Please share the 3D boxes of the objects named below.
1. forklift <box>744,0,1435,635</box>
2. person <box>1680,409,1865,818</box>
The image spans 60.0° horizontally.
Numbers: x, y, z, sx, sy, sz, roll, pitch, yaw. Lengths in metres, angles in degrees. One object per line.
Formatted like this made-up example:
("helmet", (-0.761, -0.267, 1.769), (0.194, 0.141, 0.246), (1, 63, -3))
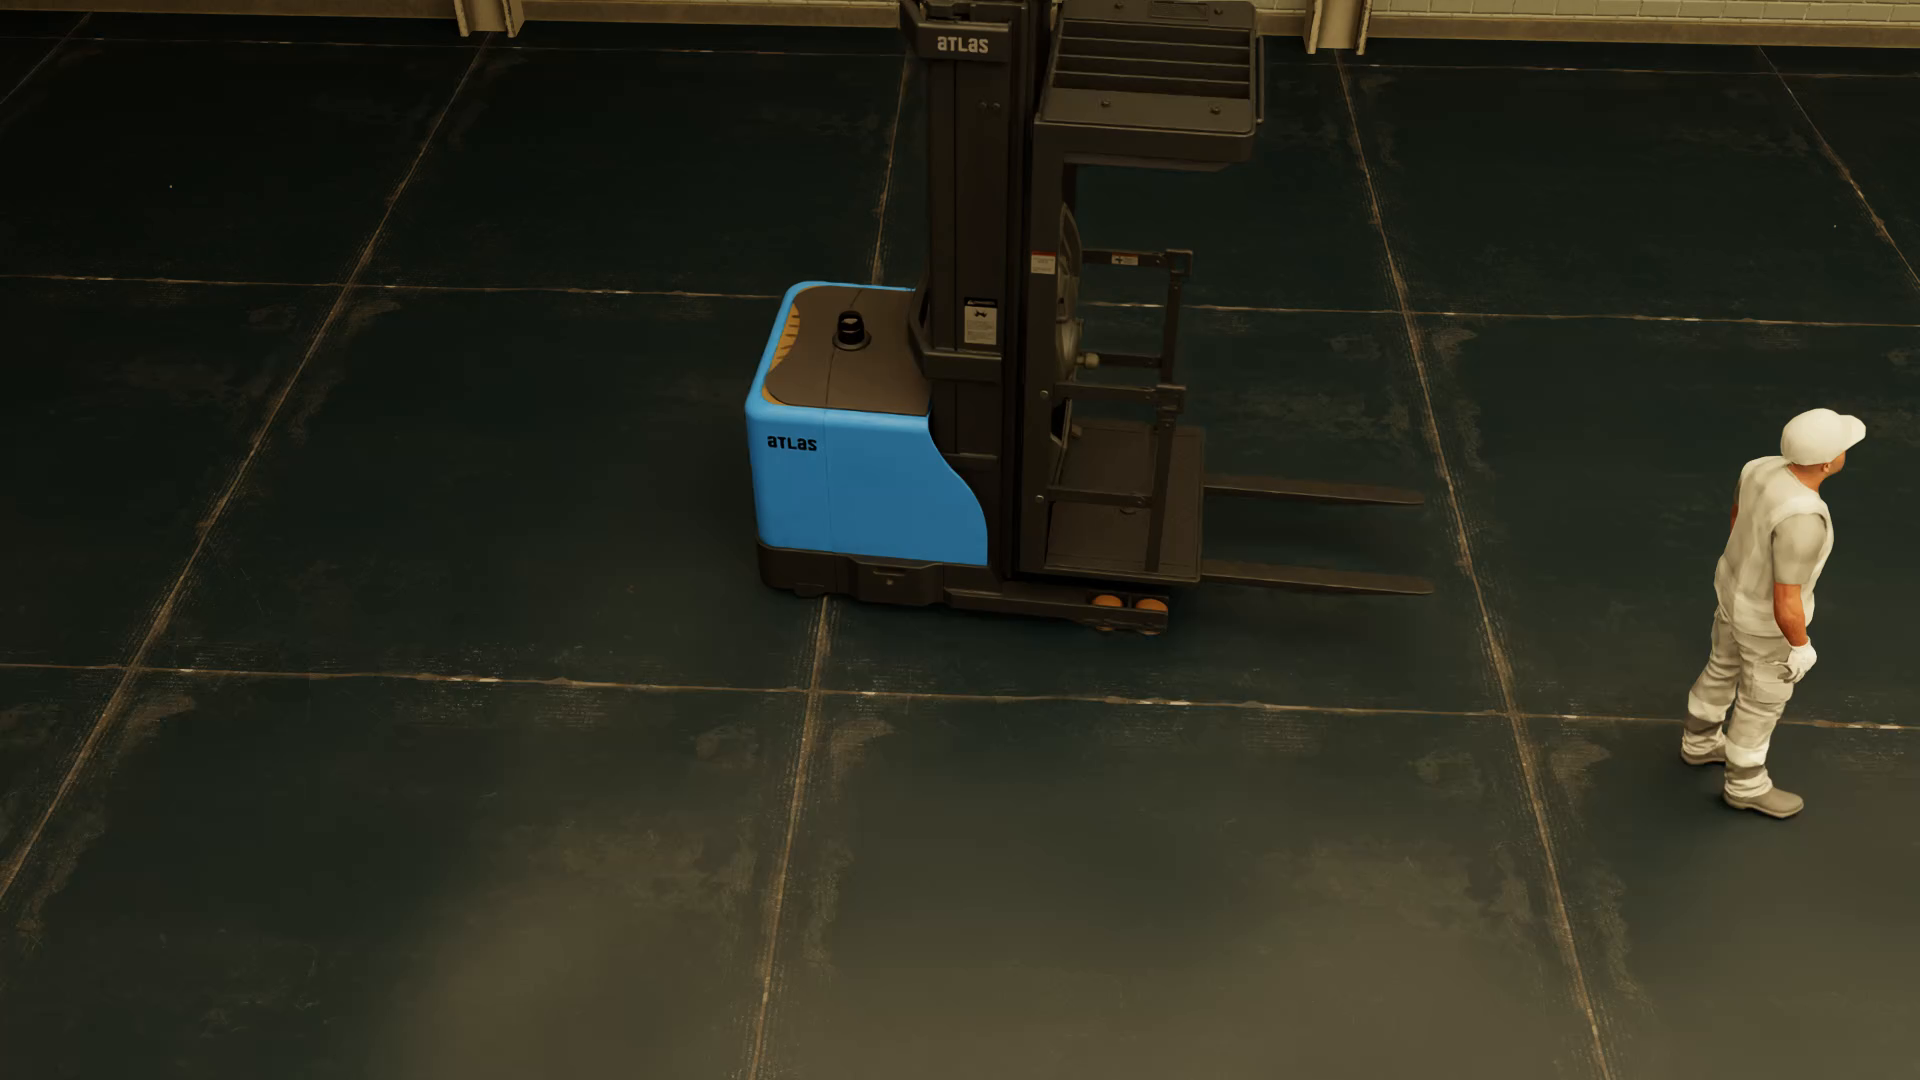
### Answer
("forklift", (0.634, -1.040, 6.882), (3.031, 2.935, 1.130), (5, 43, 5))
("person", (3.121, 0.256, 6.300), (0.558, 1.789, 0.637), (1, 42, 1))
